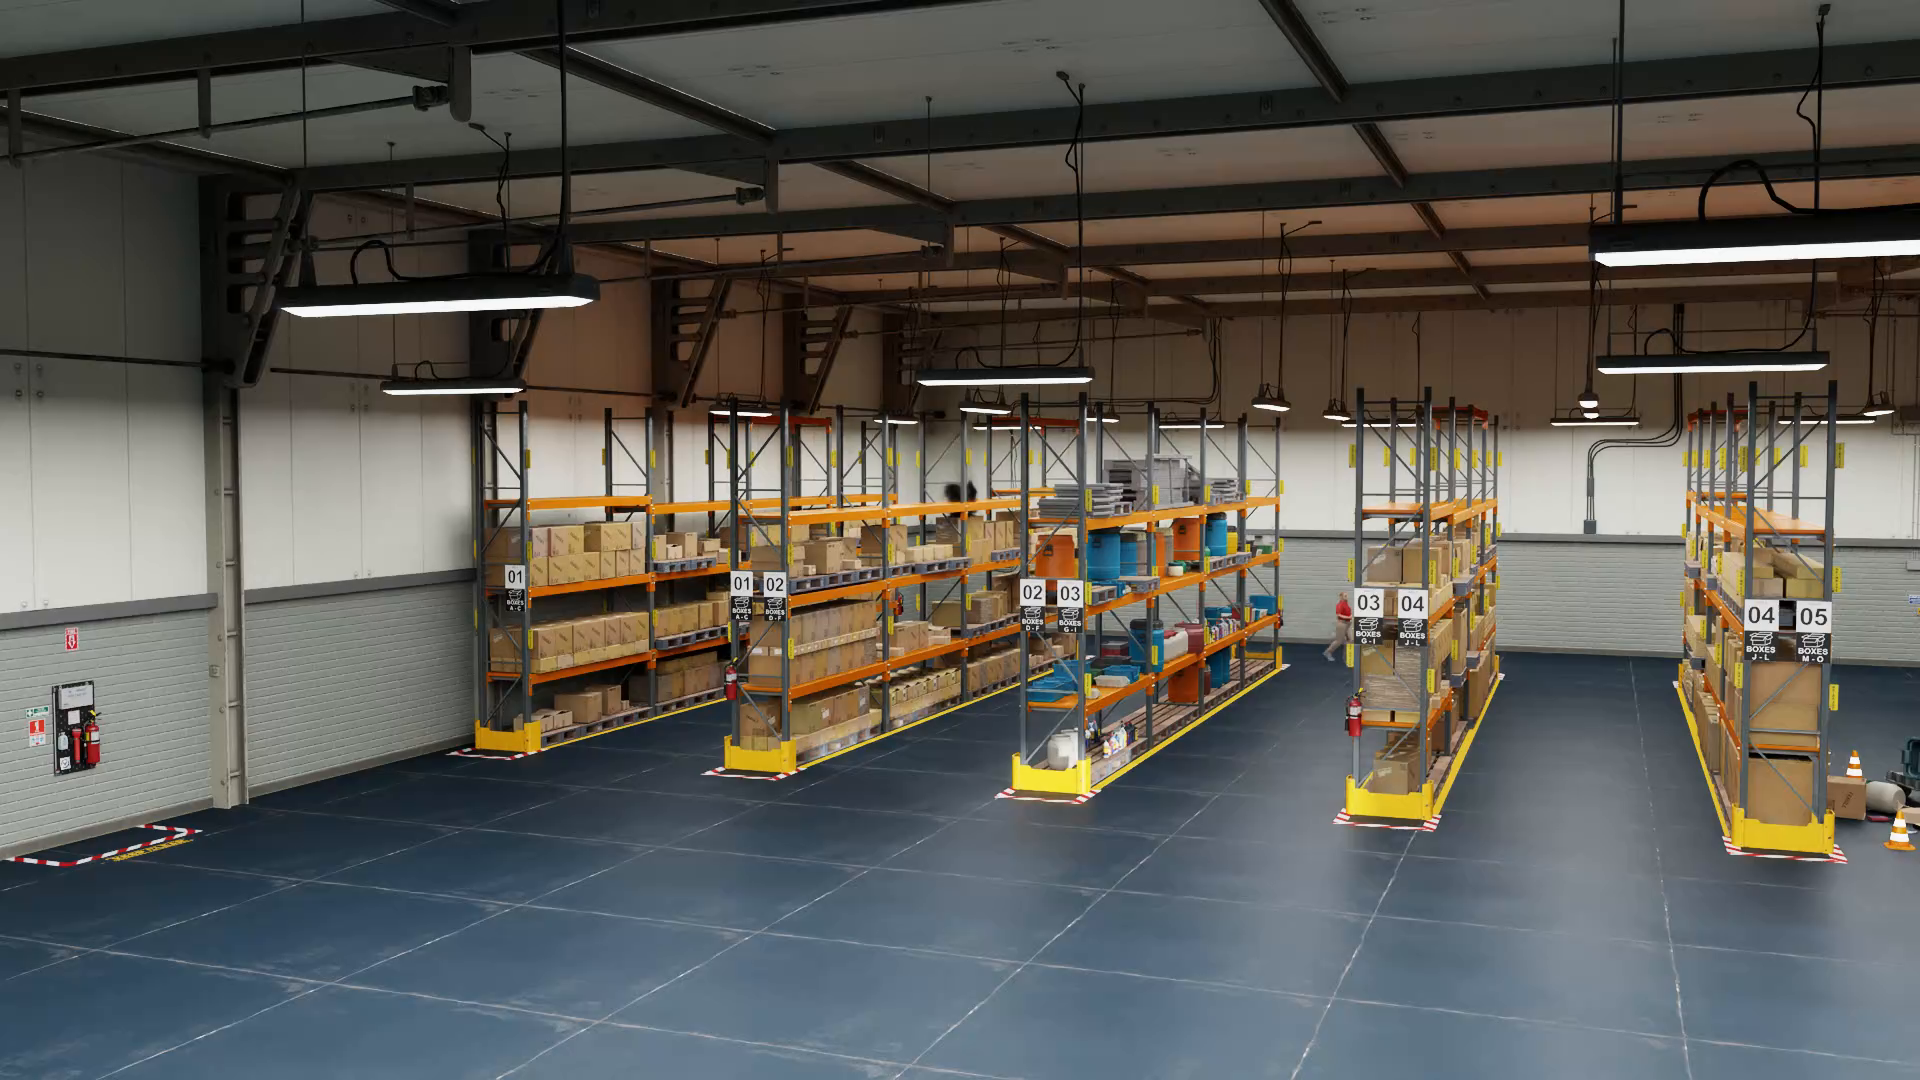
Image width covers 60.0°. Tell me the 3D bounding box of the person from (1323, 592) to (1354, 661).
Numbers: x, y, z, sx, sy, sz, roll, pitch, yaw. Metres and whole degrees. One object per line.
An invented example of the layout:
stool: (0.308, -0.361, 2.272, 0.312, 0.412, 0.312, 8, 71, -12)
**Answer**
person: (9.391, 2.159, 40.817, 0.926, 1.770, 0.667, 2, 3, 31)
